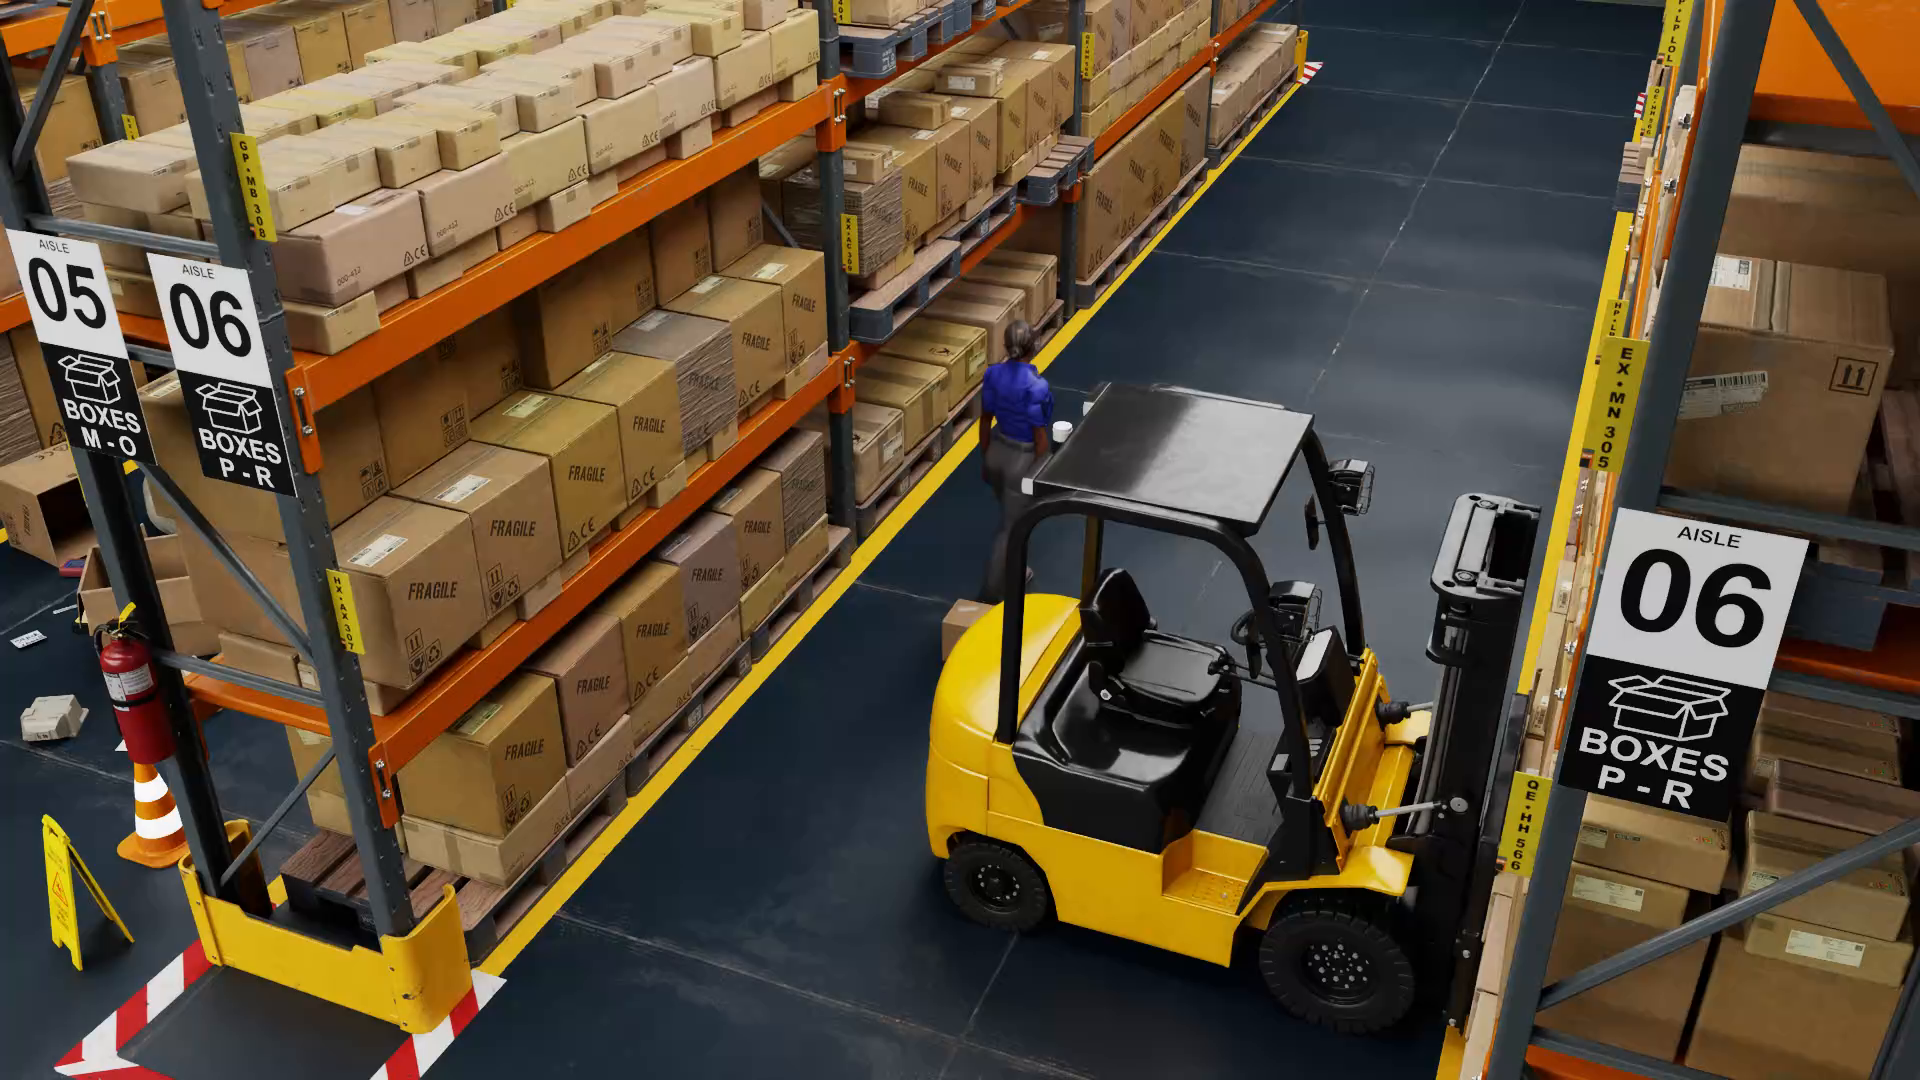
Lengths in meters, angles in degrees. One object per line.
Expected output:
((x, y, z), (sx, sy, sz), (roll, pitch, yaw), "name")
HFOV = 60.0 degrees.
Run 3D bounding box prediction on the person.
((0.277, -0.390, 9.080), (0.555, 1.647, 0.492), (-24, 38, -36), "person")
